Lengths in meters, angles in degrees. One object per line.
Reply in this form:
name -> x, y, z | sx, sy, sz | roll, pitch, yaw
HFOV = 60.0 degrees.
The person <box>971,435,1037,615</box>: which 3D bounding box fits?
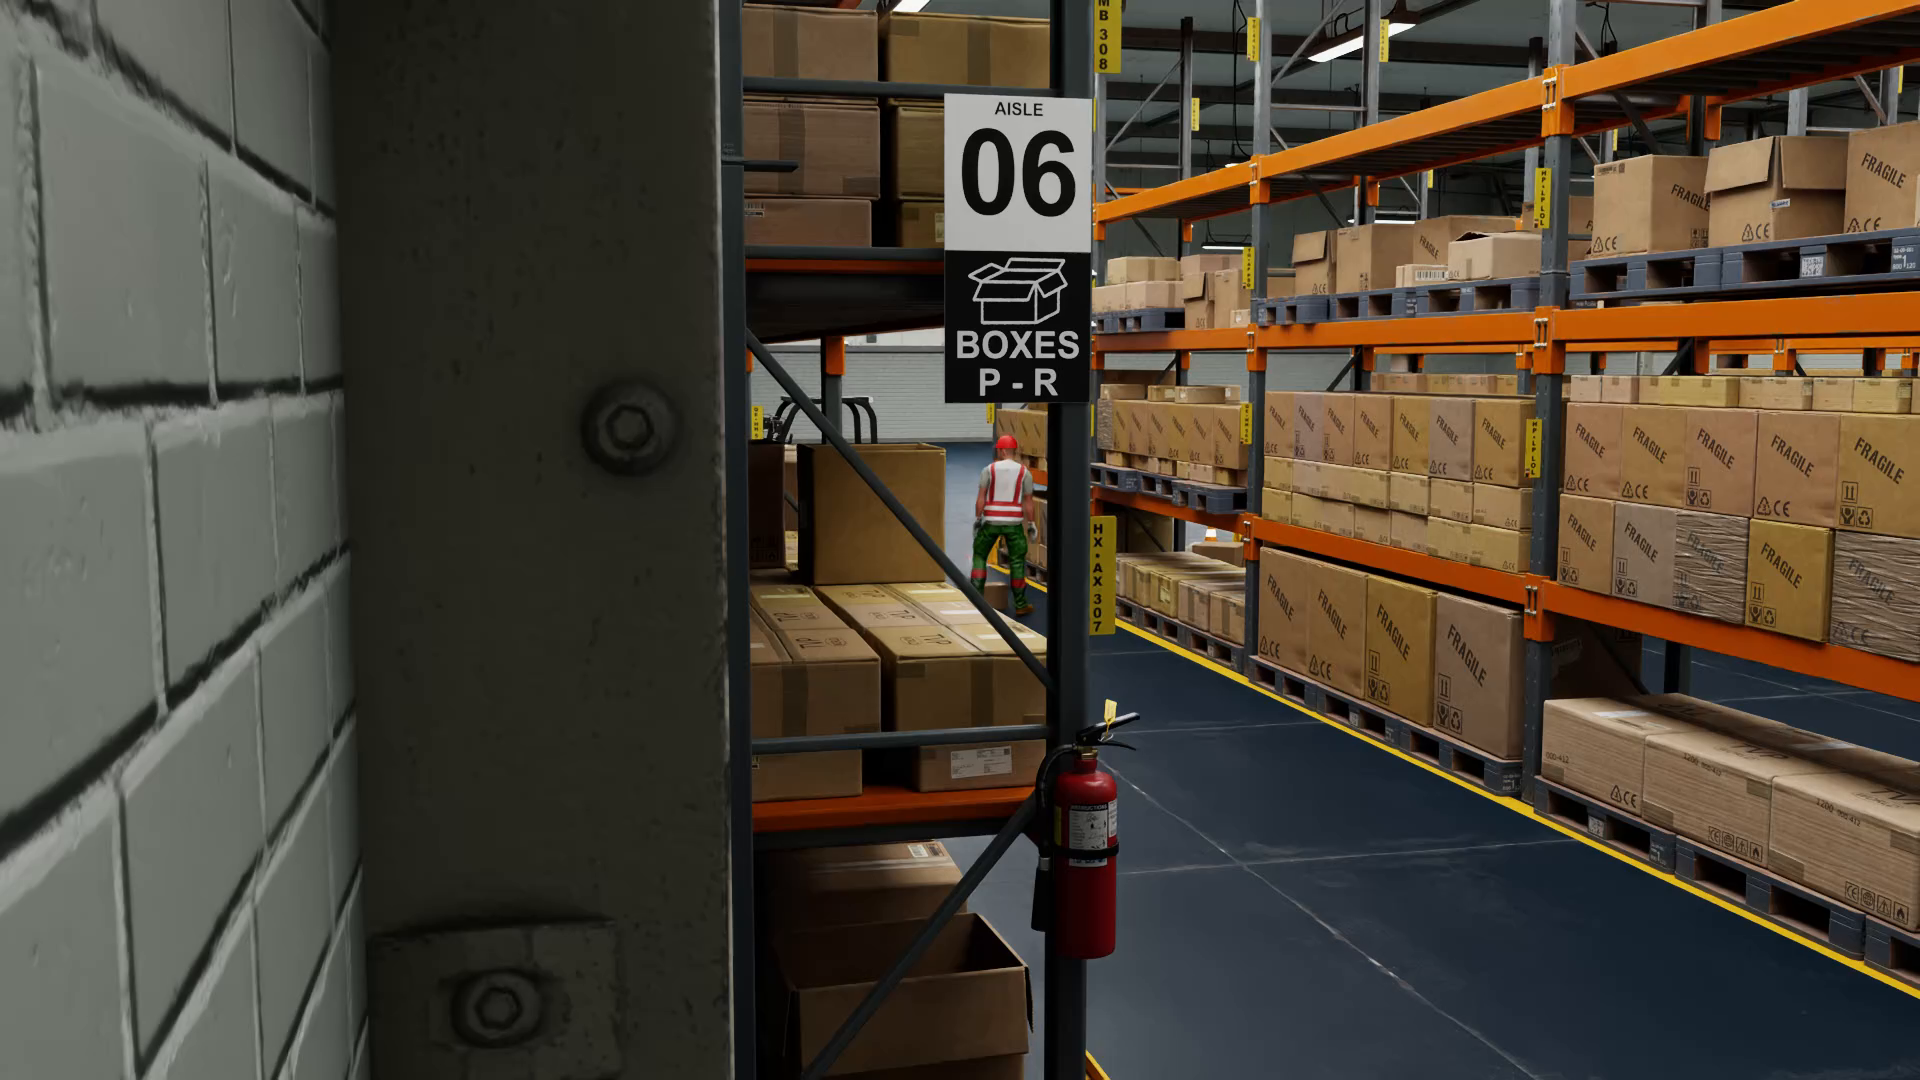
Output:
person -> 0.408, -0.155, 16.675 | 0.737, 1.781, 0.390 | 1, 6, 6
